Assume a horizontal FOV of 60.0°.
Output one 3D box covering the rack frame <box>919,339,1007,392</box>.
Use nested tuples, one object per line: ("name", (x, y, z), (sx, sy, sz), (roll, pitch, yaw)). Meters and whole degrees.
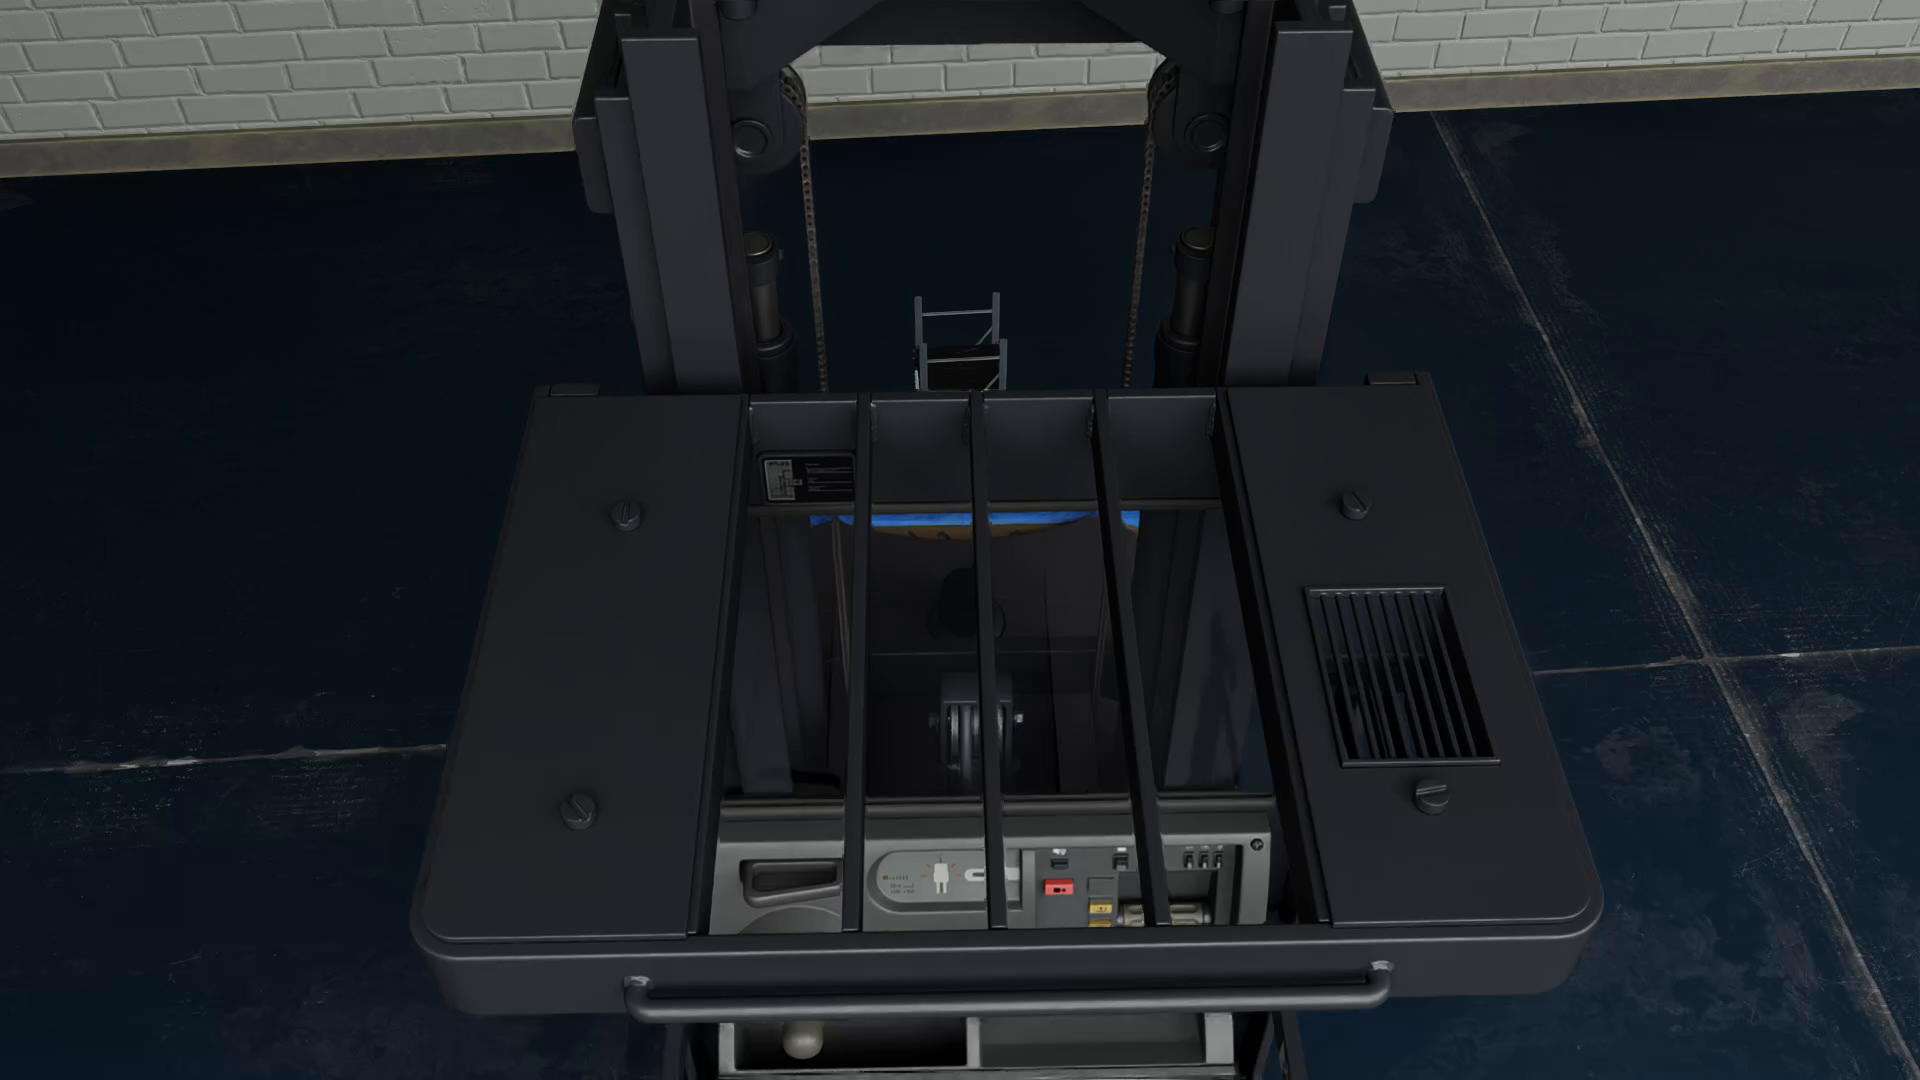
("rack frame", (0.009, -0.230, 4.848), (0.240, 0.900, 0.006), (-3, 47, -3))

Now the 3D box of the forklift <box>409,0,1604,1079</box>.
("forklift", (0.036, 0.732, 2.538), (1.130, 2.935, 3.031), (-1, 47, -1))

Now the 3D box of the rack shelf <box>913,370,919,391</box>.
("rack shelf", (0.001, -0.404, 4.811), (0.258, 0.077, 0.200), (-3, 47, -3))

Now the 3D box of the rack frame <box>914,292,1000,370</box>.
("rack frame", (-0.008, -0.377, 4.987), (0.240, 0.900, 0.006), (-3, 47, -3))

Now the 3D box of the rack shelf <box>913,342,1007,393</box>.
("rack shelf", (0.001, -0.466, 4.746), (0.258, 0.077, 0.200), (-3, 47, -3))

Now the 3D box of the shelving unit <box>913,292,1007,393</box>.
("shelving unit", (0.001, -0.304, 4.918), (0.258, 0.900, 0.210), (-3, 47, -3))
